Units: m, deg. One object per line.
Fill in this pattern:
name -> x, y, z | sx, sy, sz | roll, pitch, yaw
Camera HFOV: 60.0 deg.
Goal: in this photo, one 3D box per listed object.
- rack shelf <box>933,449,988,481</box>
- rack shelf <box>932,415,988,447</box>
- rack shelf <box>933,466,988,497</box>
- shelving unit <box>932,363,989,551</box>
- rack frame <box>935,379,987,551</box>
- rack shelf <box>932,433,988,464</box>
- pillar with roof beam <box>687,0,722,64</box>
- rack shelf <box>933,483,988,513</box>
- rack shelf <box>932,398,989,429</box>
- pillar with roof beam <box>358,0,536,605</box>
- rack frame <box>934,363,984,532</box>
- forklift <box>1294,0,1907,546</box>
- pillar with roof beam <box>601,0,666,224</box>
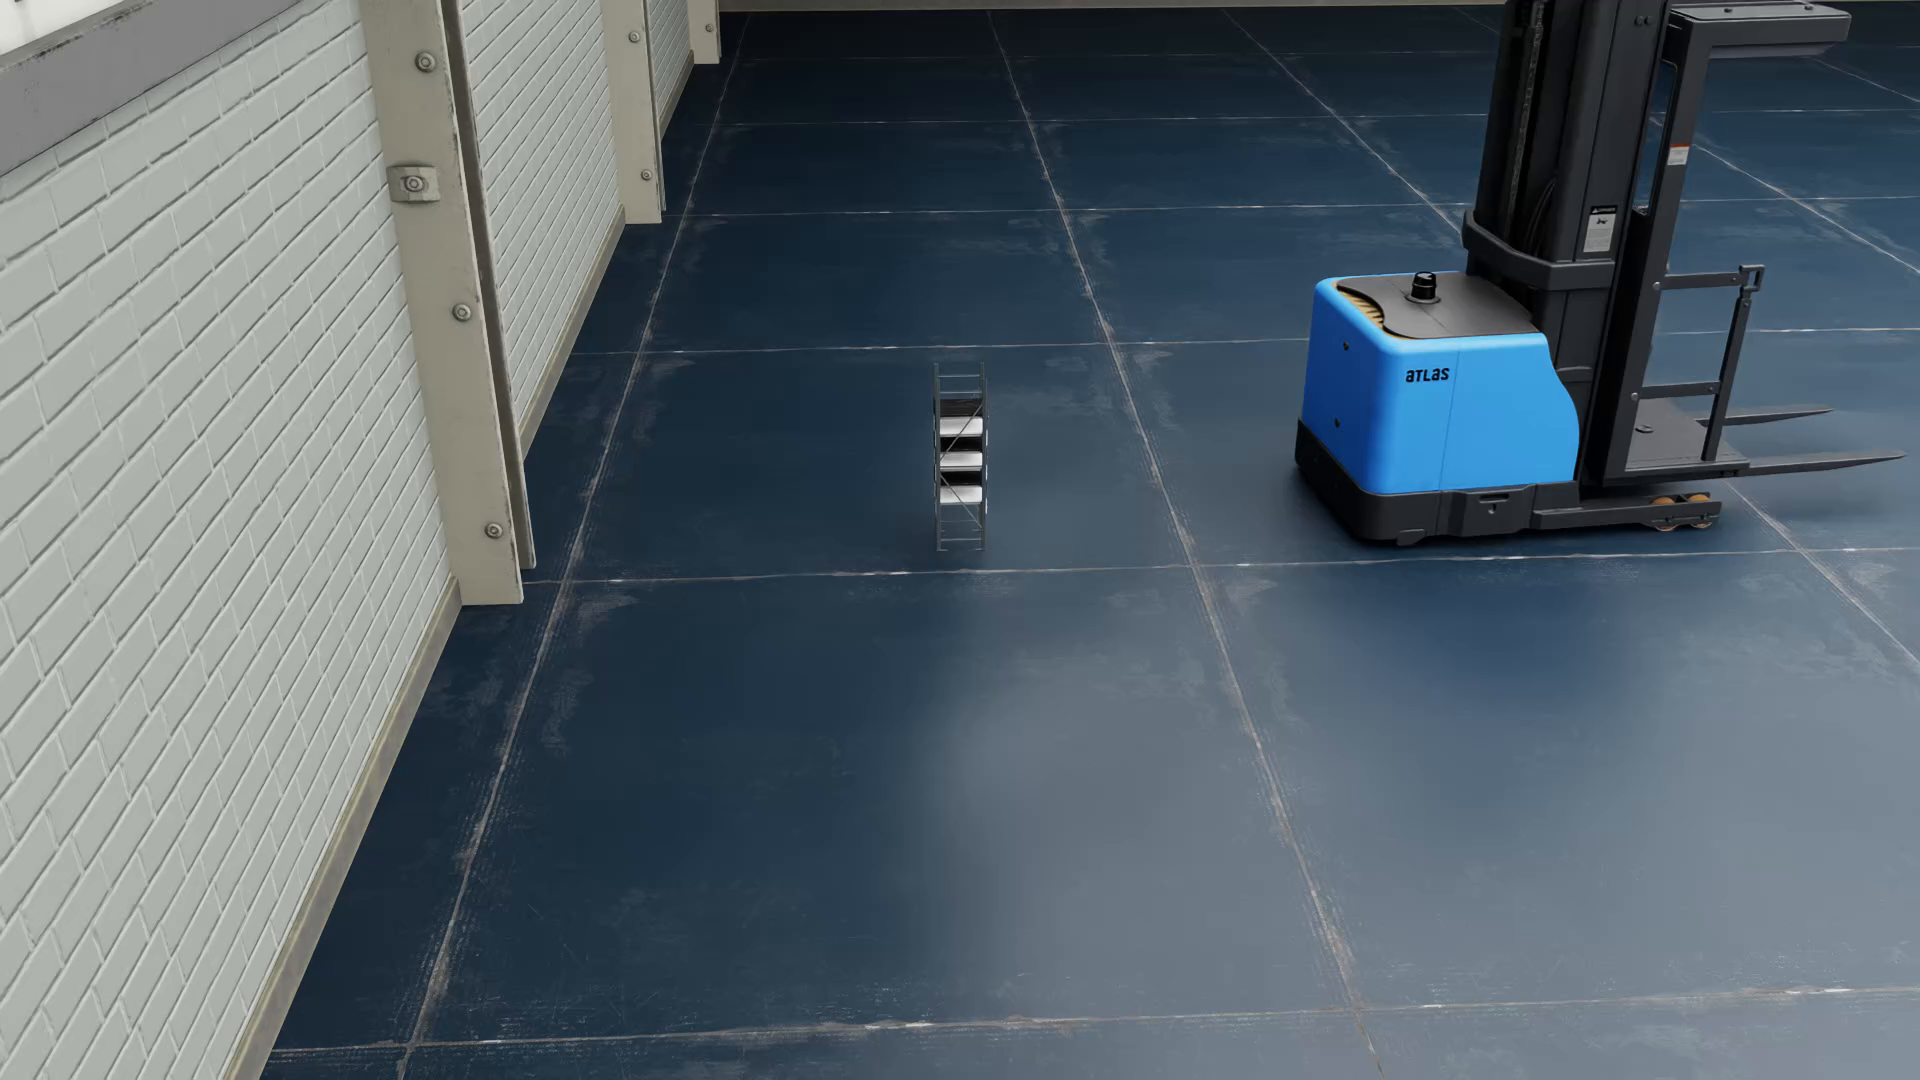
rack shelf -> 0.000, -0.366, 8.050 | 0.258, 0.077, 0.200 | -1, 28, -3
rack shelf -> 0.000, -0.525, 7.967 | 0.258, 0.077, 0.200 | -1, 28, -3
rack shelf -> 0.000, -0.286, 8.092 | 0.258, 0.077, 0.200 | -1, 28, -3
shelving unit -> 0.000, -0.395, 8.035 | 0.258, 0.900, 0.210 | -1, 28, -3
rack frame -> 0.006, -0.348, 7.945 | 0.240, 0.900, 0.006 | -1, 28, -3
rack shelf -> 0.000, -0.445, 8.009 | 0.258, 0.077, 0.200 | -1, 28, -3
pillar with roof beam -> 1.482, -9.430, 16.599 | 9.100, 9.000, 0.400 | -1, 28, -3
rack shelf -> 0.000, -0.206, 8.133 | 0.258, 0.077, 0.200 | -1, 28, -3
rack shelf -> 0.000, -0.605, 7.925 | 0.258, 0.077, 0.200 | -1, 28, -3
pillar with roof beam -> 2.108, -3.888, 5.974 | 9.100, 9.000, 0.400 | -1, 28, -3
rack frame -> -0.005, -0.442, 8.125 | 0.240, 0.900, 0.006 | -1, 28, -3
forklift -> 3.359, -1.581, 8.111 | 3.031, 2.935, 1.130 | -4, 28, -8
pillar with roof beam -> 1.795, -6.659, 11.287 | 9.100, 9.000, 0.400 | -1, 28, -3
